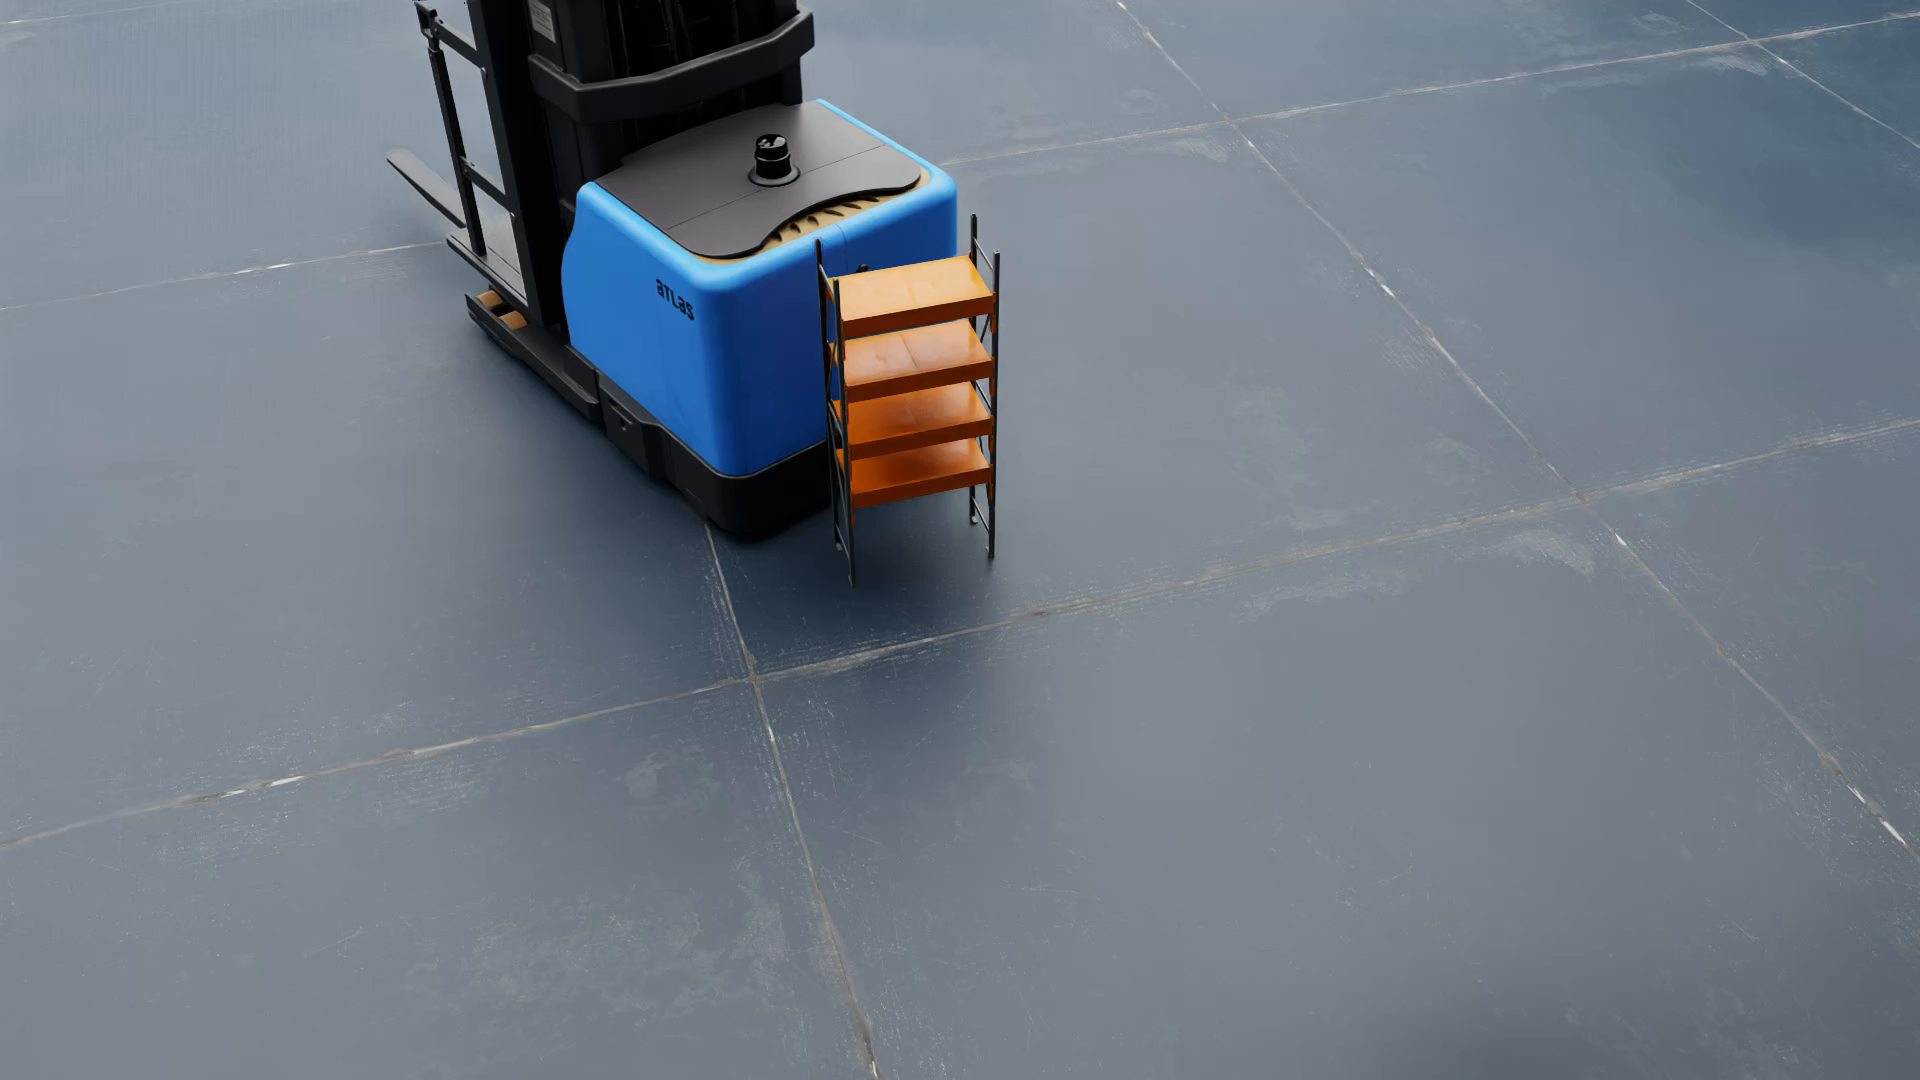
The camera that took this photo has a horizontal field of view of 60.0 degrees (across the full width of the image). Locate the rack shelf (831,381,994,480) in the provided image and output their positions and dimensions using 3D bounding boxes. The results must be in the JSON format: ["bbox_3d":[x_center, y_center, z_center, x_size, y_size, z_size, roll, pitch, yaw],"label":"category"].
[{"bbox_3d":[-0.158,-0.368,5.362,0.480,0.148,0.258,-12,42,-13],"label":"rack shelf"}]

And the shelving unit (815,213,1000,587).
[{"bbox_3d":[-0.158,-0.419,5.318,0.503,1.200,0.258,-12,42,-13],"label":"shelving unit"}]

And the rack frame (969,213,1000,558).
[{"bbox_3d":[0.075,-0.467,5.373,0.015,1.200,0.240,-12,42,-13],"label":"rack frame"}]

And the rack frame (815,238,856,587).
[{"bbox_3d":[-0.391,-0.371,5.263,0.015,1.200,0.240,-12,42,-13],"label":"rack frame"}]

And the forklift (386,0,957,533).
[{"bbox_3d":[-1.323,-2.030,5.845,1.130,2.935,3.031,-29,49,-29],"label":"forklift"}]

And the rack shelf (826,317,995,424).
[{"bbox_3d":[-0.158,-0.537,5.215,0.480,0.148,0.258,-12,42,-13],"label":"rack shelf"}]

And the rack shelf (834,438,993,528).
[{"bbox_3d":[-0.158,-0.219,5.493,0.480,0.148,0.258,-12,42,-13],"label":"rack shelf"}]

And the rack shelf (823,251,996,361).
[{"bbox_3d":[-0.158,-0.715,5.059,0.480,0.148,0.258,-12,42,-13],"label":"rack shelf"}]
